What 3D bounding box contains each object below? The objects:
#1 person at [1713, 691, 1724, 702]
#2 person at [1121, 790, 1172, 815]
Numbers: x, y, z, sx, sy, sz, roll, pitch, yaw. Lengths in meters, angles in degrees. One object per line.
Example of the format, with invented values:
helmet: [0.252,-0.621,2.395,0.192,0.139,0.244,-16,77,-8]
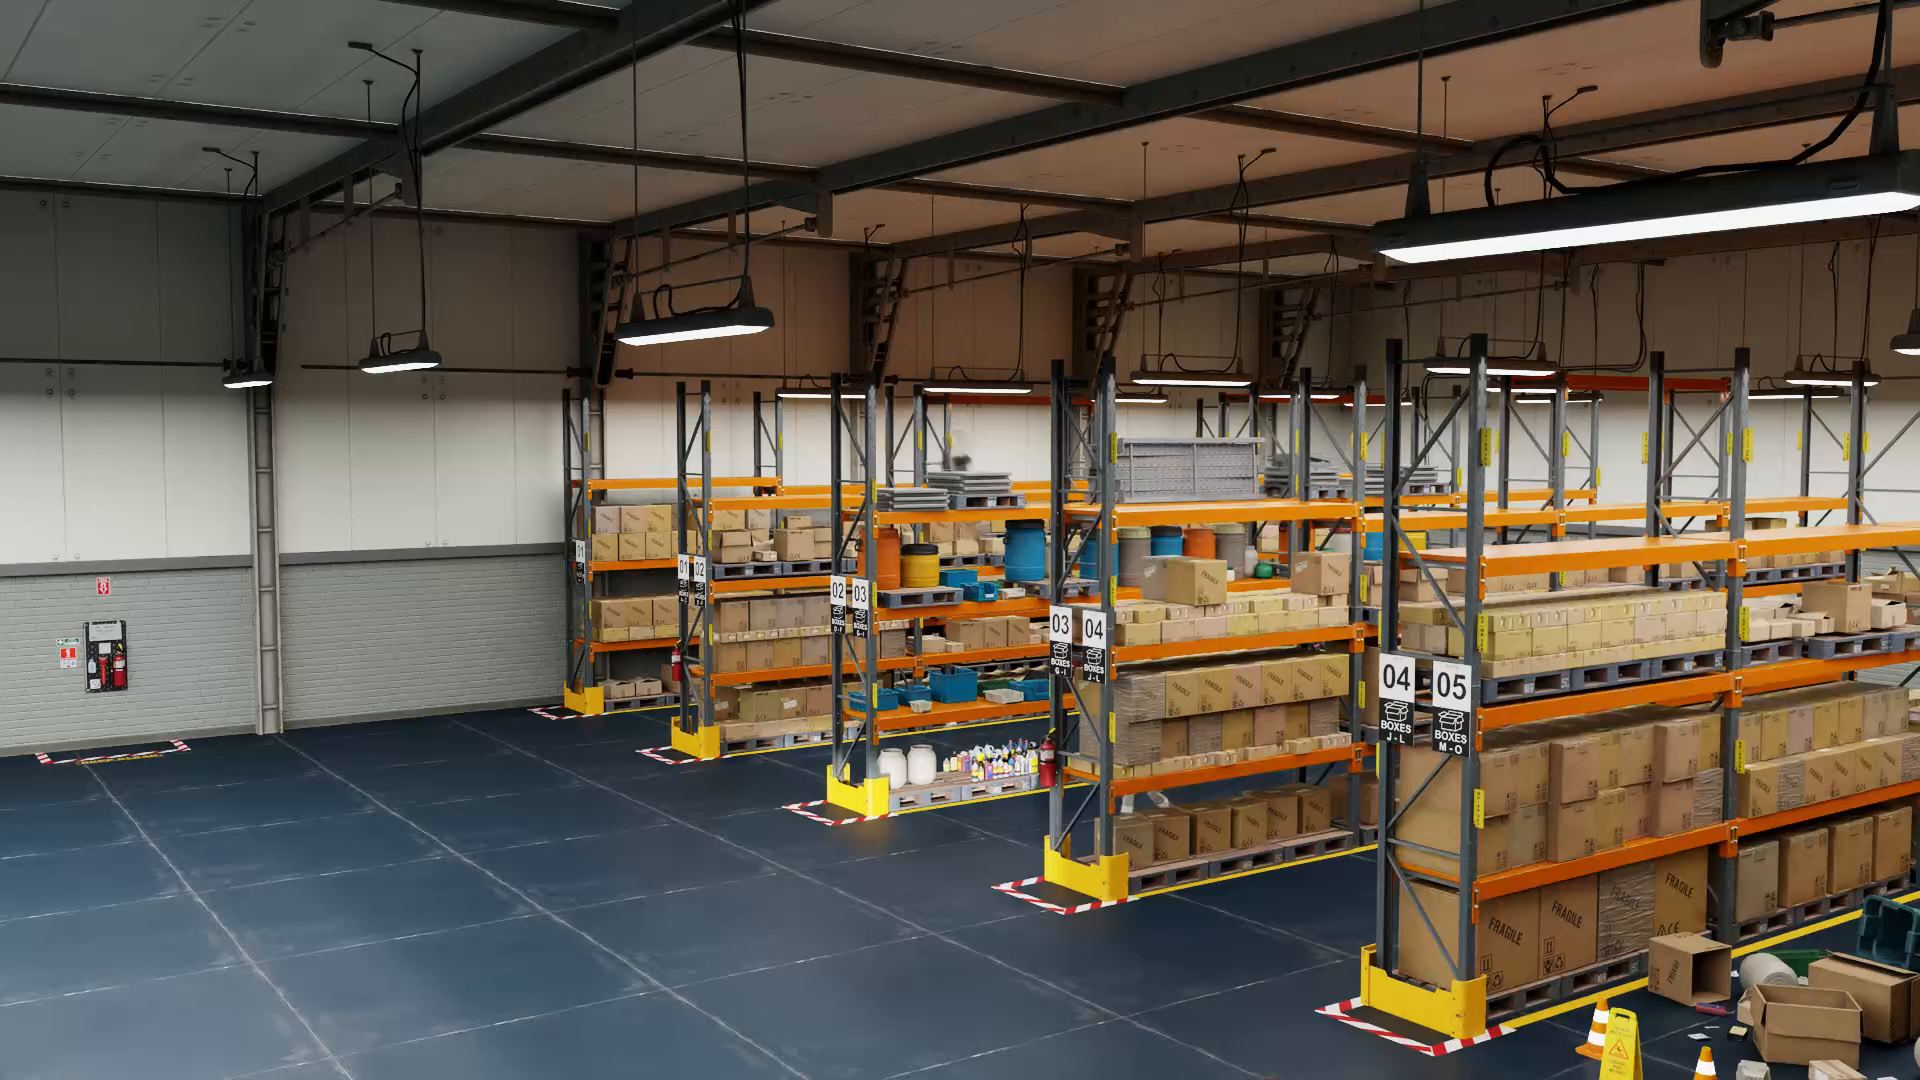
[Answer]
person: [10.372,2.838,22.727,0.675,1.735,0.685,-3,5,-40]
person: [2.338,2.874,21.251,0.976,1.787,0.660,-3,5,-36]
